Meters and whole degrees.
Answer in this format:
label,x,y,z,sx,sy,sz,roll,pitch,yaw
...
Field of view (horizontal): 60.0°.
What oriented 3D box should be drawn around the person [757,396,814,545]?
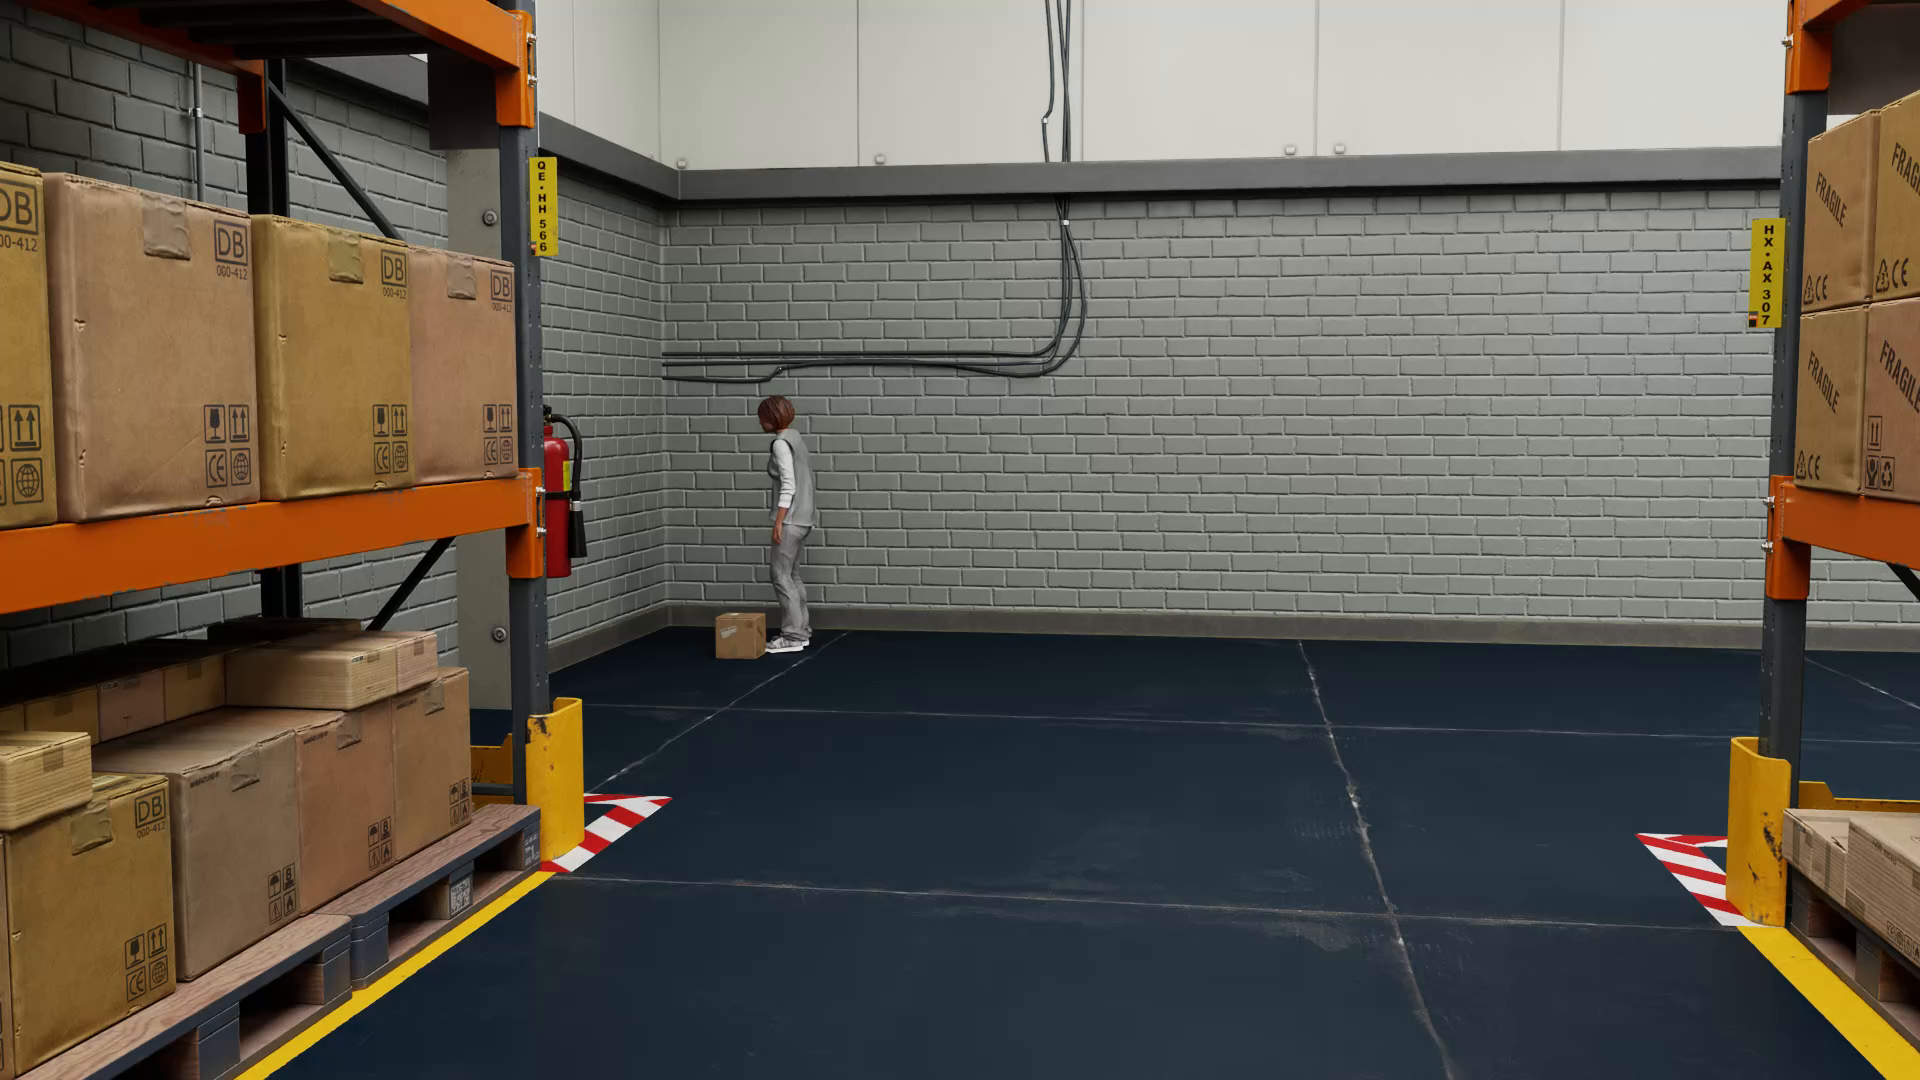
label,x,y,z,sx,sy,sz,roll,pitch,yaw
person,-1.081,-0.438,10.323,0.330,0.912,0.464,0,5,5
